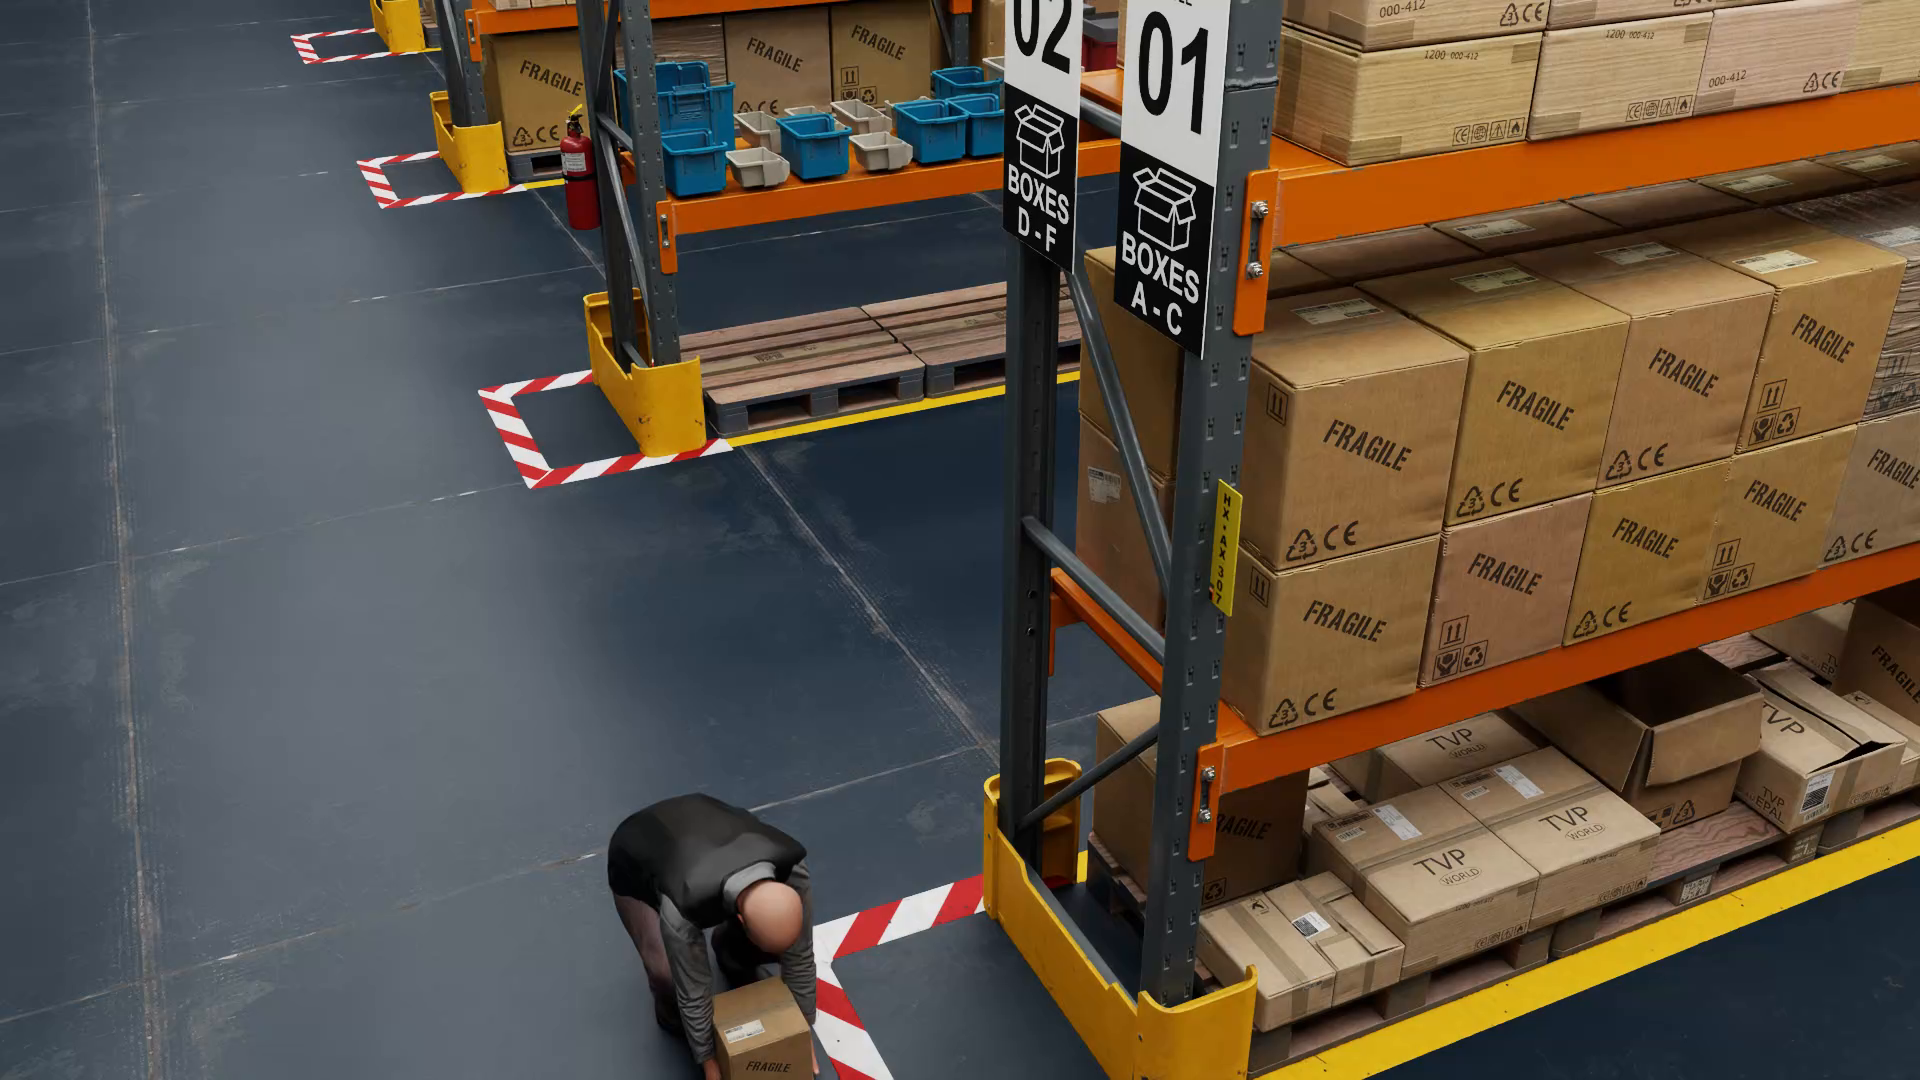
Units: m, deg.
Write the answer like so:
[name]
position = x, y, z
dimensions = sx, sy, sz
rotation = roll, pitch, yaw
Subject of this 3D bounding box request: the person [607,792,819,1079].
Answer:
[person]
position = -0.738, 1.201, 5.087
dimensions = 0.515, 0.839, 0.905
rotation = -15, 32, -24
